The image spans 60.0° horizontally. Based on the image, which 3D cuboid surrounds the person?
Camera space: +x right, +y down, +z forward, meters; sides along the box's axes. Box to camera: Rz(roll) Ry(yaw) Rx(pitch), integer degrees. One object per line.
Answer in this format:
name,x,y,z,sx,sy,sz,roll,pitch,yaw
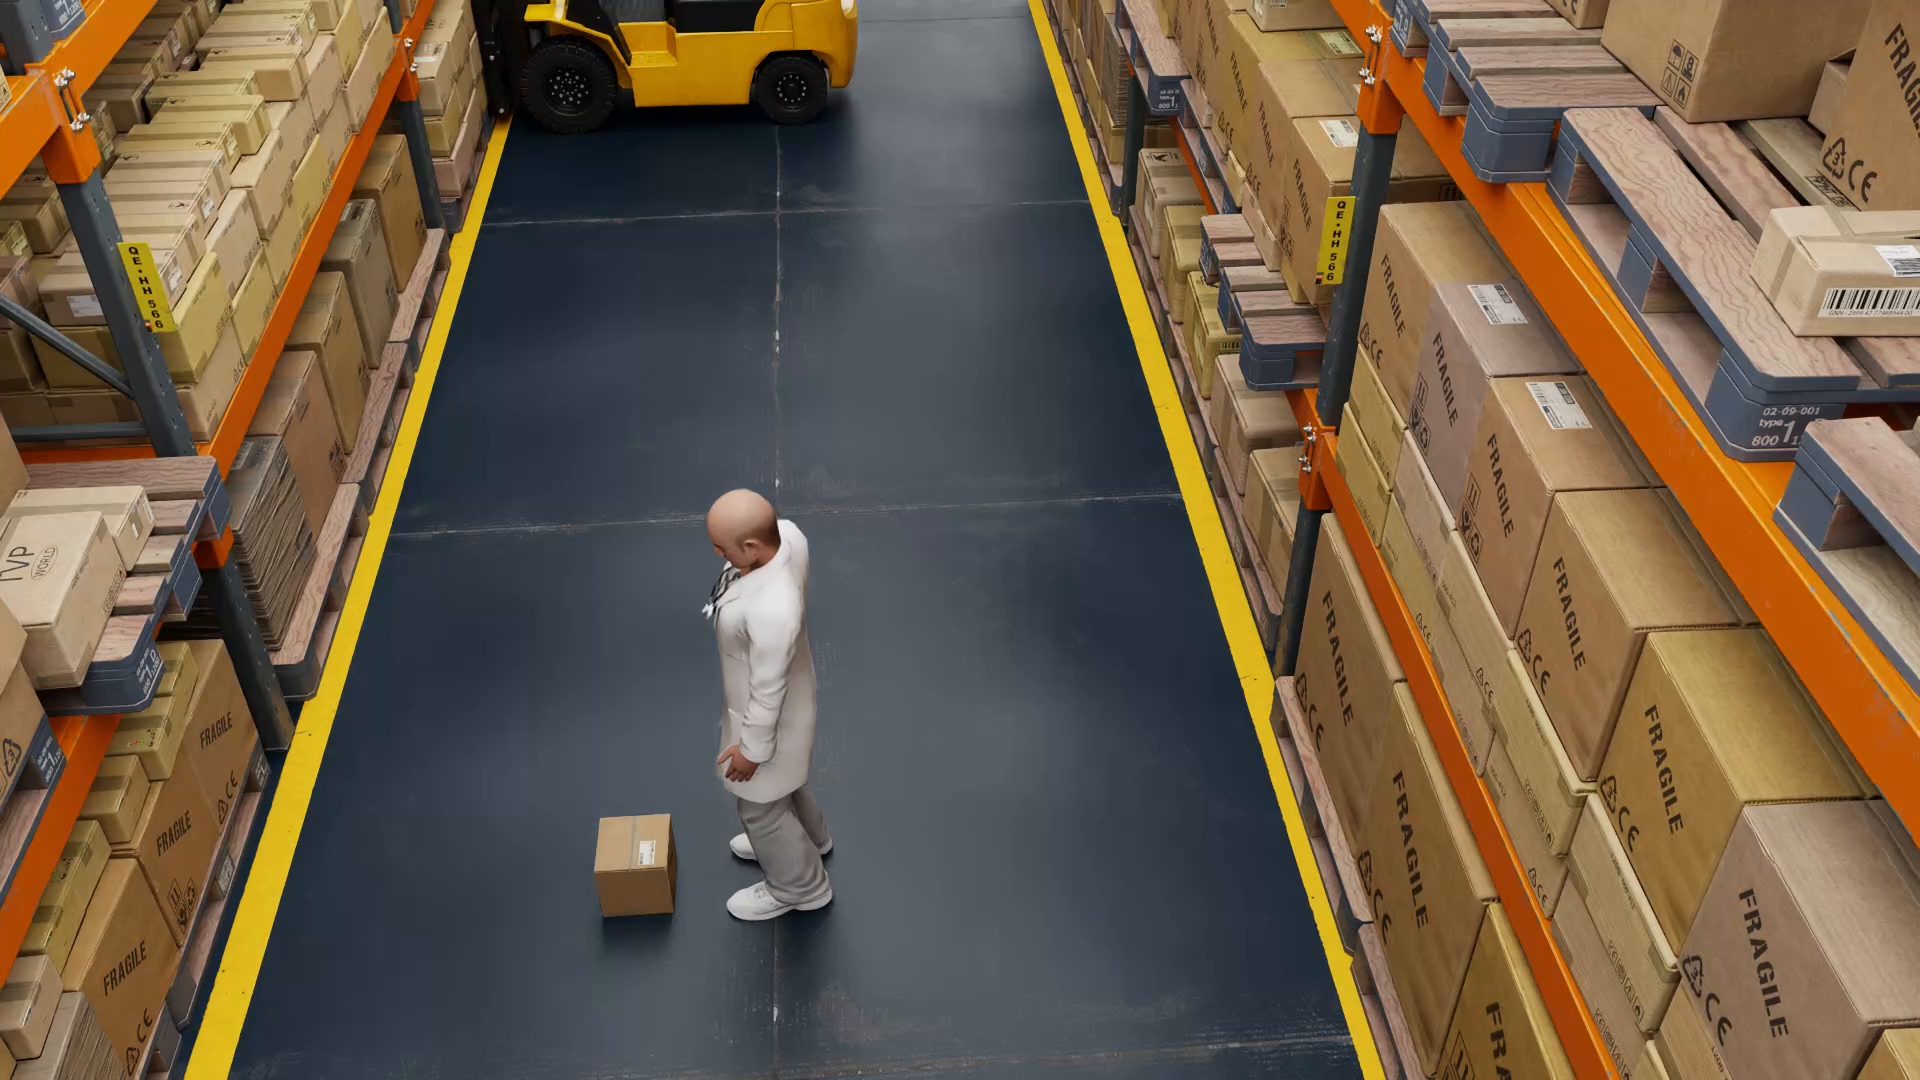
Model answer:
person,-0.649,0.610,5.529,0.379,1.630,0.565,-2,39,-3
